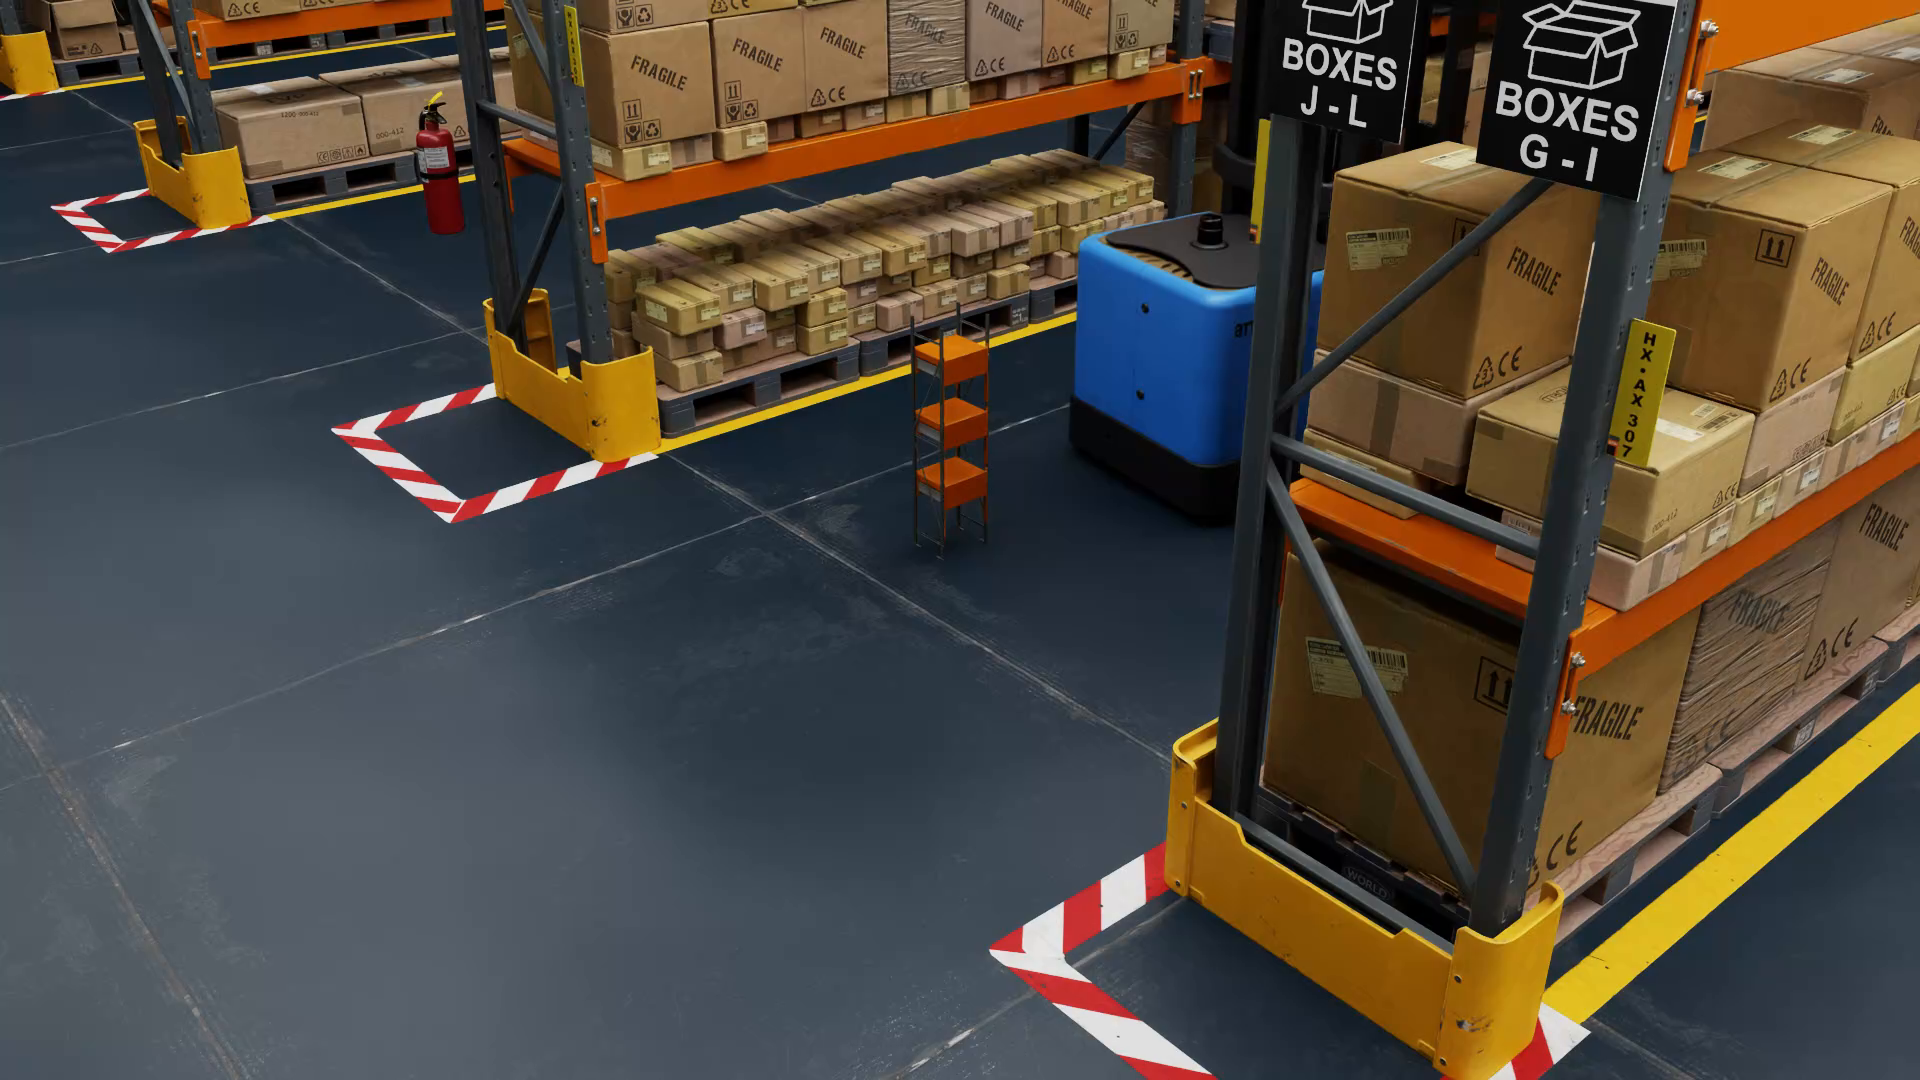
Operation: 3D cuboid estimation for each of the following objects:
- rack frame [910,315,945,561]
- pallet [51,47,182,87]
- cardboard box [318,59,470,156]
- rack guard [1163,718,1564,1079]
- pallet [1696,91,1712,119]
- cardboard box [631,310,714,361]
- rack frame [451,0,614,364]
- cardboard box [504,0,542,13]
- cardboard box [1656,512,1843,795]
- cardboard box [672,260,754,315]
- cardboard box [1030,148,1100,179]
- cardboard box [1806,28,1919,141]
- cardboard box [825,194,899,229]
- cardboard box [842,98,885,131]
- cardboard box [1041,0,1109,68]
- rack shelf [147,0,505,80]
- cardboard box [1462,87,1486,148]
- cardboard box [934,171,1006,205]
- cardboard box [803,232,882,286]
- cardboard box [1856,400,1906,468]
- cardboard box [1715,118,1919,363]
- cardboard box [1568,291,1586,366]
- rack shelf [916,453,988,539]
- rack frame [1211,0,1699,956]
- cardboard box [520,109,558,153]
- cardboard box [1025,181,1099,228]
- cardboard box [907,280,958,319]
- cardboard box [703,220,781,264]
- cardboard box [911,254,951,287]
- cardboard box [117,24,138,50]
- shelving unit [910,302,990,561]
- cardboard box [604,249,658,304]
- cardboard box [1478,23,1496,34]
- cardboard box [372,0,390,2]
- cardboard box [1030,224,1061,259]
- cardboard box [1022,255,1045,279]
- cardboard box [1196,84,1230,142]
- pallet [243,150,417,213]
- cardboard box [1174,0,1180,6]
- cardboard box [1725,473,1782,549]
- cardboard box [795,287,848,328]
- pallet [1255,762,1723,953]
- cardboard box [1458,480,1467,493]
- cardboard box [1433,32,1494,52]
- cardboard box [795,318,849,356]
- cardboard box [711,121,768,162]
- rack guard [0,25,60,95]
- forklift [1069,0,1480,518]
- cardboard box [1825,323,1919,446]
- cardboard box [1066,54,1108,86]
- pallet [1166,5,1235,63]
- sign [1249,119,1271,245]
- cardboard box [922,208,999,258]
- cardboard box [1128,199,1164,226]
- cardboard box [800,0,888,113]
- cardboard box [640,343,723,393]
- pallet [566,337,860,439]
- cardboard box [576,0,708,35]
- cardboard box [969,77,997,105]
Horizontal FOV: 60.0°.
[{"bbox_3d":[-0.134,-0.409,6.902,0.008,1.050,0.200,-22,35,-35],"label":"rack frame"},{"bbox_3d":[-7.849,-4.476,15.401,1.213,0.211,1.003,-22,35,-35],"label":"pallet"},{"bbox_3d":[-4.160,-3.235,12.394,0.875,0.438,0.875,-21,34,-34],"label":"cardboard box"},{"bbox_3d":[1.126,1.004,4.841,0.348,0.500,1.175,-22,35,-35],"label":"rack guard"},{"bbox_3d":[5.664,-3.718,13.984,1.213,0.211,1.003,-22,35,-35],"label":"pallet"},{"bbox_3d":[-1.433,-1.043,8.282,0.250,0.149,0.380,-20,34,-33],"label":"cardboard box"},{"bbox_3d":[-1.998,-1.915,7.652,0.127,3.000,1.000,-22,35,-35],"label":"rack frame"},{"bbox_3d":[-1.812,-2.761,7.751,0.500,0.500,0.500,-23,36,-36],"label":"cardboard box"},{"bbox_3d":[2.271,0.143,5.609,0.875,0.875,0.875,-22,35,-35],"label":"cardboard box"},{"bbox_3d":[-1.248,-1.272,8.395,0.250,0.149,0.380,-21,35,-34],"label":"cardboard box"},{"bbox_3d":[0.648,-2.298,10.316,0.250,0.149,0.380,-20,34,-33],"label":"cardboard box"},{"bbox_3d":[3.277,-1.523,5.965,0.500,0.500,0.500,-22,35,-35],"label":"cardboard box"},{"bbox_3d":[-0.557,-1.829,9.439,0.250,0.149,0.380,-22,35,-35],"label":"cardboard box"},{"bbox_3d":[-0.596,-2.210,8.469,0.250,0.149,0.380,-23,36,-36],"label":"cardboard box"},{"bbox_3d":[0.464,-2.907,9.085,0.500,0.500,0.500,-23,36,-36],"label":"cardboard box"},{"bbox_3d":[-3.766,-3.954,12.230,4.000,0.370,1.077,-22,35,-35],"label":"rack shelf"},{"bbox_3d":[3.359,-2.993,11.875,0.500,0.500,0.500,-20,34,-33],"label":"cardboard box"},{"bbox_3d":[0.056,-2.052,9.856,0.250,0.149,0.380,-23,36,-36],"label":"cardboard box"},{"bbox_3d":[-0.621,-1.490,8.803,0.250,0.149,0.380,-20,34,-33],"label":"cardboard box"},{"bbox_3d":[2.605,-0.380,5.045,0.250,0.149,0.380,-22,35,-35],"label":"cardboard box"},{"bbox_3d":[2.455,-0.866,4.735,0.500,0.500,0.500,-23,36,-36],"label":"cardboard box"},{"bbox_3d":[1.727,-0.569,4.977,0.500,0.250,0.500,-23,35,-36],"label":"cardboard box"},{"bbox_3d":[-0.041,-0.192,7.108,0.240,0.259,0.215,-22,35,-35],"label":"rack shelf"},{"bbox_3d":[1.144,-0.106,4.266,0.127,3.000,1.000,-22,35,-35],"label":"rack frame"},{"bbox_3d":[-1.934,-2.006,8.087,0.250,0.149,0.380,-22,35,-35],"label":"cardboard box"},{"bbox_3d":[0.590,-1.956,9.676,0.250,0.149,0.380,-22,35,-35],"label":"cardboard box"},{"bbox_3d":[-0.224,-1.367,9.204,0.250,0.149,0.380,-22,35,-35],"label":"cardboard box"},{"bbox_3d":[-1.179,-1.596,9.002,0.250,0.149,0.380,-24,36,-37],"label":"cardboard box"},{"bbox_3d":[-0.262,-1.545,9.221,0.250,0.149,0.380,-20,34,-33],"label":"cardboard box"},{"bbox_3d":[-7.637,-4.635,15.320,0.250,0.149,0.380,-24,36,-37],"label":"cardboard box"},{"bbox_3d":[-0.041,-0.447,6.972,0.252,1.050,0.215,-22,35,-35],"label":"shelving unit"},{"bbox_3d":[-1.760,-1.359,8.558,0.250,0.149,0.380,-21,35,-34],"label":"cardboard box"},{"bbox_3d":[4.609,-3.710,12.951,0.750,0.750,1.050,-22,35,-36],"label":"cardboard box"},{"bbox_3d":[-3.971,-4.061,11.561,0.500,0.500,0.500,-22,35,-35],"label":"cardboard box"},{"bbox_3d":[0.367,-1.771,9.645,0.250,0.149,0.380,-22,35,-34],"label":"cardboard box"},{"bbox_3d":[0.277,-1.634,9.705,0.250,0.149,0.380,-23,36,-36],"label":"cardboard box"},{"bbox_3d":[1.778,-2.684,10.501,0.500,0.250,0.500,-24,36,-37],"label":"cardboard box"},{"bbox_3d":[-4.730,-2.702,12.083,1.213,0.211,1.003,-22,35,-35],"label":"pallet"},{"bbox_3d":[1.218,-3.406,10.262,0.250,0.149,0.380,-23,36,-36],"label":"cardboard box"},{"bbox_3d":[2.017,-0.143,4.602,0.250,0.149,0.380,-23,36,-36],"label":"cardboard box"},{"bbox_3d":[-0.794,-1.252,8.675,0.250,0.149,0.380,-21,34,-33],"label":"cardboard box"},{"bbox_3d":[1.702,0.851,5.434,1.213,0.211,1.003,-22,35,-35],"label":"pallet"},{"bbox_3d":[1.398,-0.302,4.900,0.250,0.149,0.380,-21,35,-34],"label":"cardboard box"},{"bbox_3d":[3.738,-3.473,11.977,0.500,0.250,0.500,-23,36,-36],"label":"cardboard box"},{"bbox_3d":[-0.796,-1.116,8.734,0.250,0.149,0.380,-21,35,-34],"label":"cardboard box"},{"bbox_3d":[-1.133,-1.942,7.968,0.250,0.149,0.380,-23,36,-36],"label":"cardboard box"},{"bbox_3d":[-8.455,-4.359,14.876,0.348,0.500,1.175,-22,35,-35],"label":"rack guard"},{"bbox_3d":[2.044,-1.905,7.705,3.031,2.935,1.130,-17,32,-28],"label":"forklift"},{"bbox_3d":[2.460,-0.535,4.912,0.500,0.250,0.500,-23,36,-36],"label":"cardboard box"},{"bbox_3d":[0.612,-2.679,9.347,0.250,0.149,0.380,-20,34,-33],"label":"cardboard box"},{"bbox_3d":[1.721,-3.236,10.327,1.213,0.211,1.003,-22,35,-35],"label":"pallet"},{"bbox_3d":[0.802,-0.920,4.309,0.005,0.325,0.100,-22,35,-35],"label":"sign"},{"bbox_3d":[-0.002,-1.702,9.200,0.250,0.149,0.380,-23,36,-37],"label":"cardboard box"},{"bbox_3d":[1.011,-1.988,10.051,0.250,0.149,0.380,-21,35,-34],"label":"cardboard box"},{"bbox_3d":[-0.706,-2.447,8.225,0.500,0.500,0.500,-21,35,-34],"label":"cardboard box"},{"bbox_3d":[-1.392,-0.889,8.310,0.250,0.149,0.380,-21,35,-34],"label":"cardboard box"},{"bbox_3d":[-1.299,-0.945,8.794,1.213,0.211,1.003,-22,35,-35],"label":"pallet"},{"bbox_3d":[-1.484,-2.574,7.401,0.500,0.500,0.500,-22,35,-35],"label":"cardboard box"},{"bbox_3d":[-0.016,-2.456,8.930,0.250,0.149,0.380,-23,35,-36],"label":"cardboard box"}]
